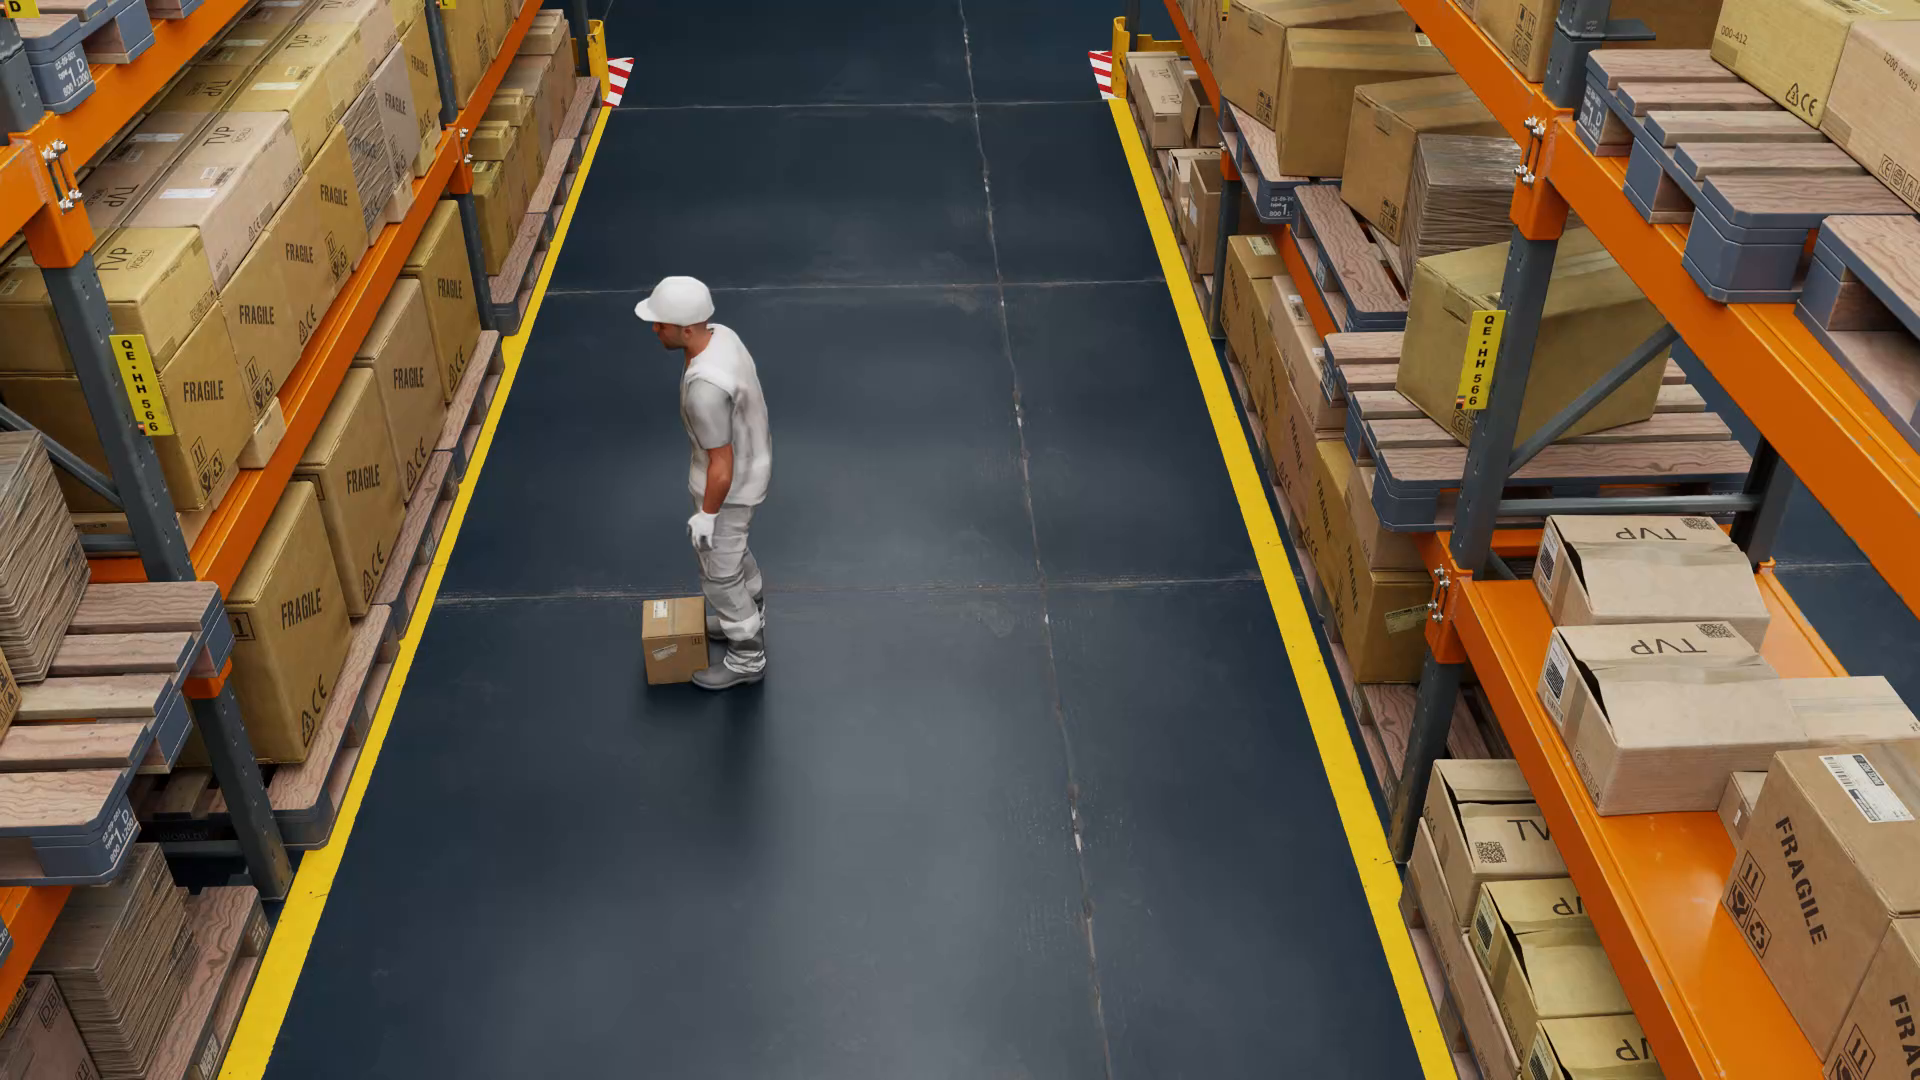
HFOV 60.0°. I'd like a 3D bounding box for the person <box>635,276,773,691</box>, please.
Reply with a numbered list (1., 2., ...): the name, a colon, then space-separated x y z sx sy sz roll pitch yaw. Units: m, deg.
1. person: -0.945 -0.218 6.443 0.449 1.780 0.607 -1 35 -2
